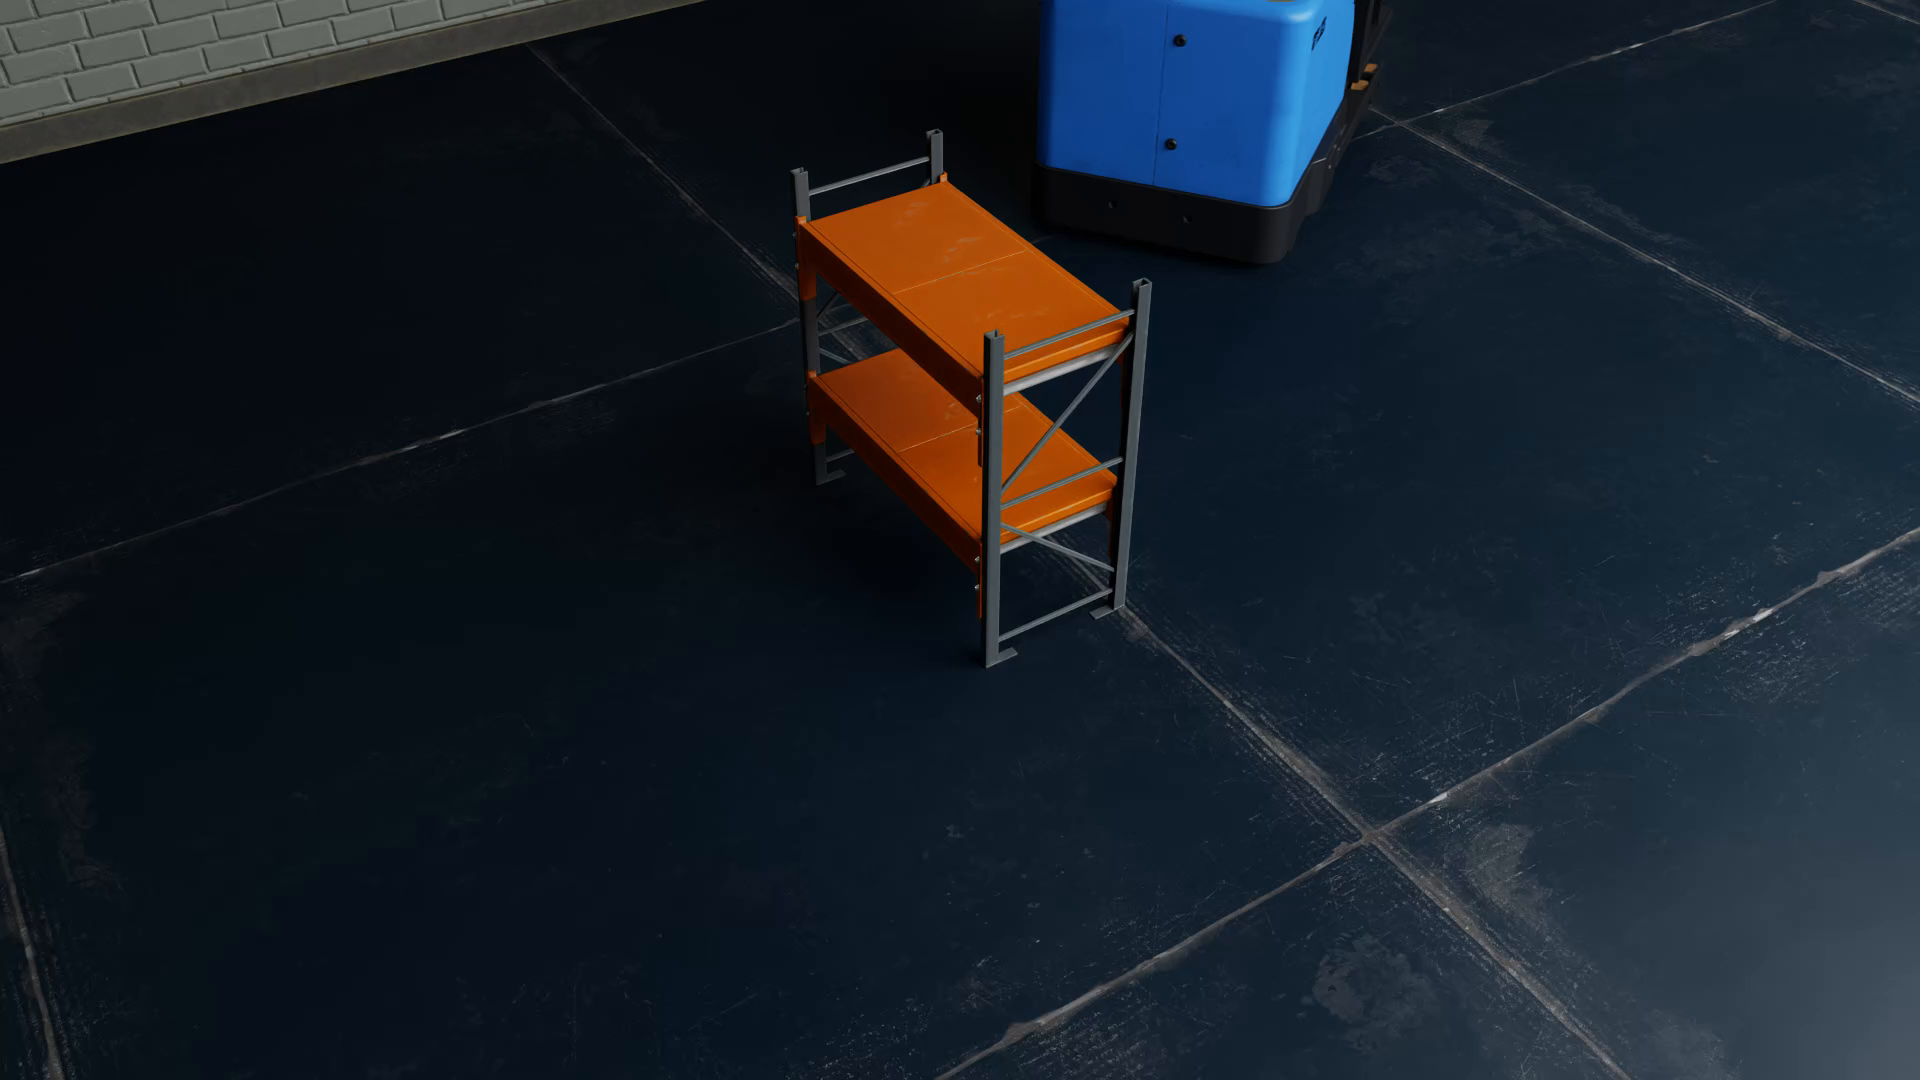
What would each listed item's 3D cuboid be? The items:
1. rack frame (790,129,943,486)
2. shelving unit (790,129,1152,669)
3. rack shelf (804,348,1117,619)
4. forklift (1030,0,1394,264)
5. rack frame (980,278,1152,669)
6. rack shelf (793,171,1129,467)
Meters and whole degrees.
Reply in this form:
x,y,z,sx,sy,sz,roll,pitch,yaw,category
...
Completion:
x,y,z,sx,sy,sz,roll,pitch,yaw,category
-0.270,-0.703,5.215,0.500,1.125,0.032,-22,45,-24,rack frame
0.004,-0.428,4.886,0.538,1.125,1.048,-22,45,-24,shelving unit
0.004,-0.241,5.042,0.538,0.278,1.000,-22,45,-24,rack shelf
1.309,-3.139,6.727,1.130,2.935,3.031,15,42,17,forklift
0.277,-0.154,4.556,0.500,1.125,0.032,-22,45,-24,rack frame
0.004,-0.653,4.698,0.538,0.278,1.000,-22,45,-24,rack shelf
